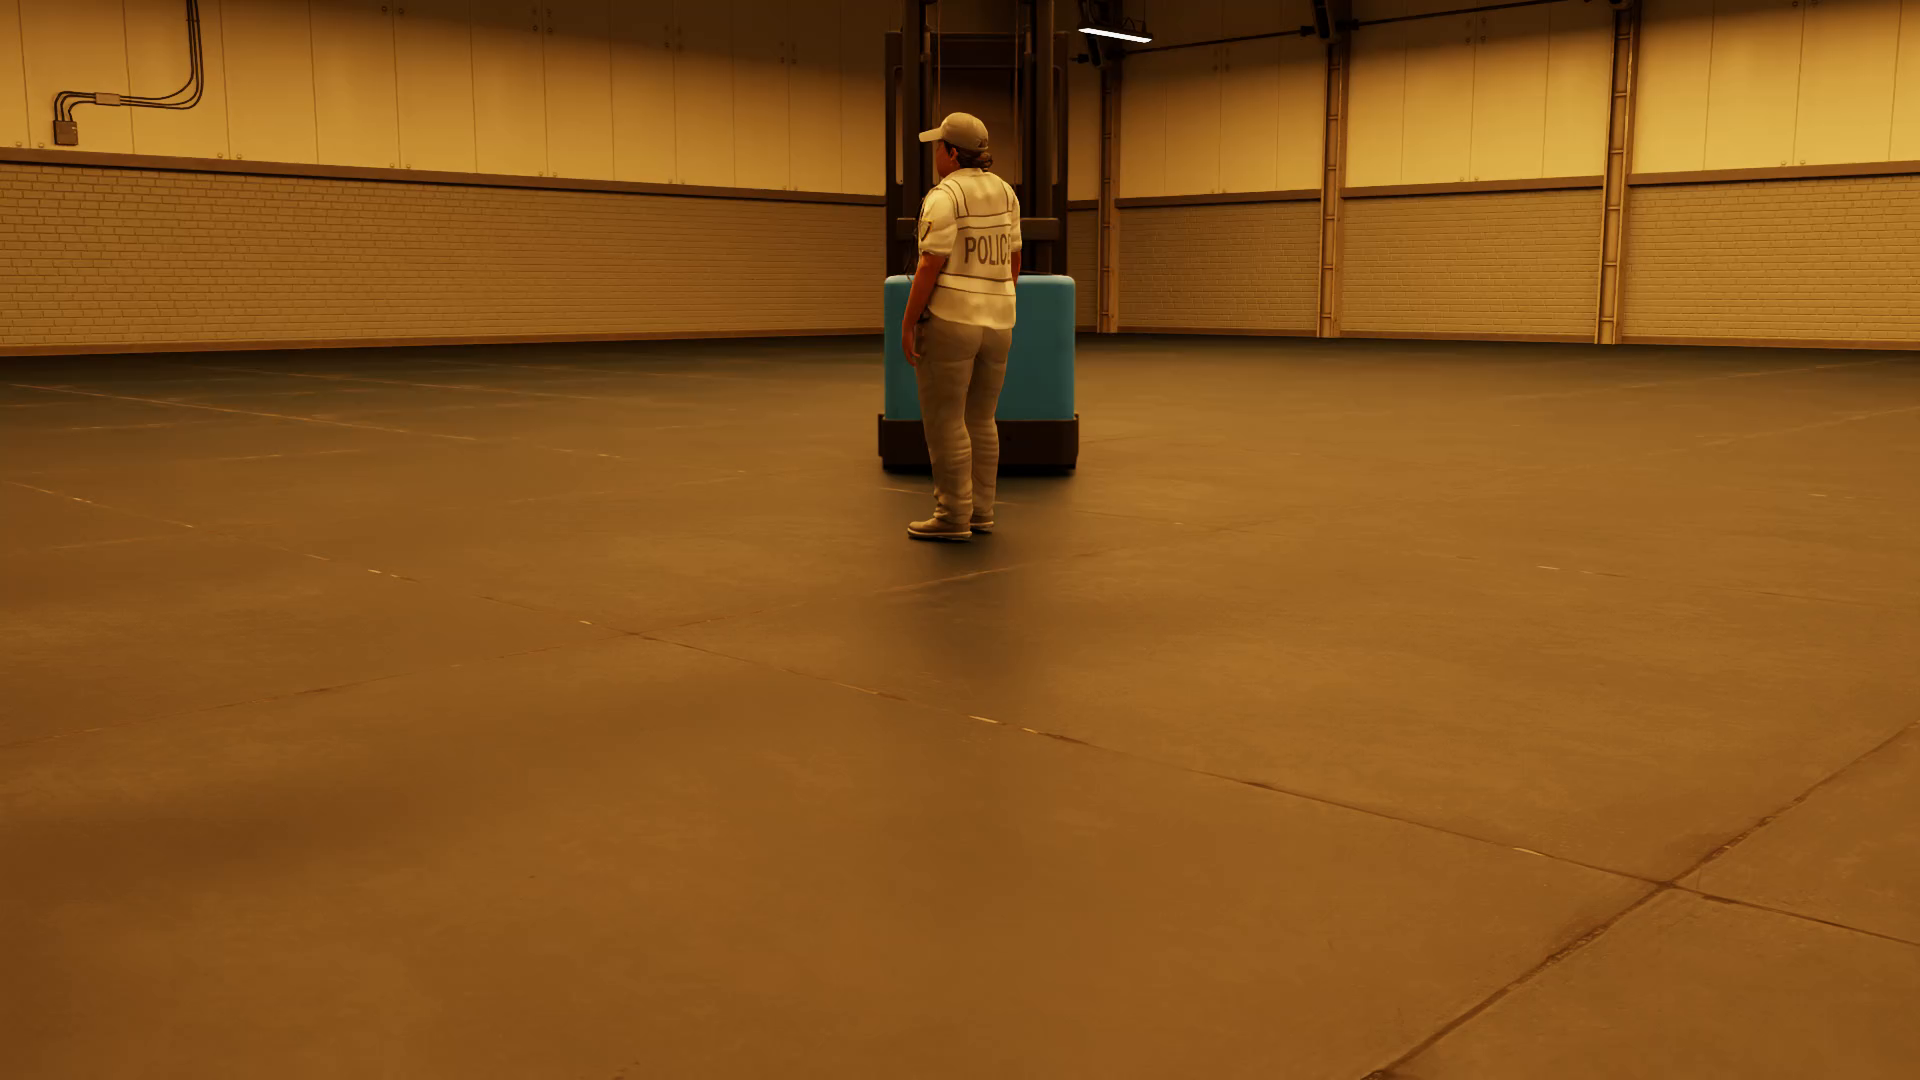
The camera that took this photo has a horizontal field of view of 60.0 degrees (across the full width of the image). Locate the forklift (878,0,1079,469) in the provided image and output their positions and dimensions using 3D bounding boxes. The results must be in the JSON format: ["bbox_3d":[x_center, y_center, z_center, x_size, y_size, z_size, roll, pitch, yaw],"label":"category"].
[{"bbox_3d":[0.098,-2.004,10.186,1.130,2.935,3.031,0,9,0],"label":"forklift"}]

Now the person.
[{"bbox_3d":[-0.040,-0.842,6.661,0.529,1.670,0.599,8,12,43],"label":"person"}]
